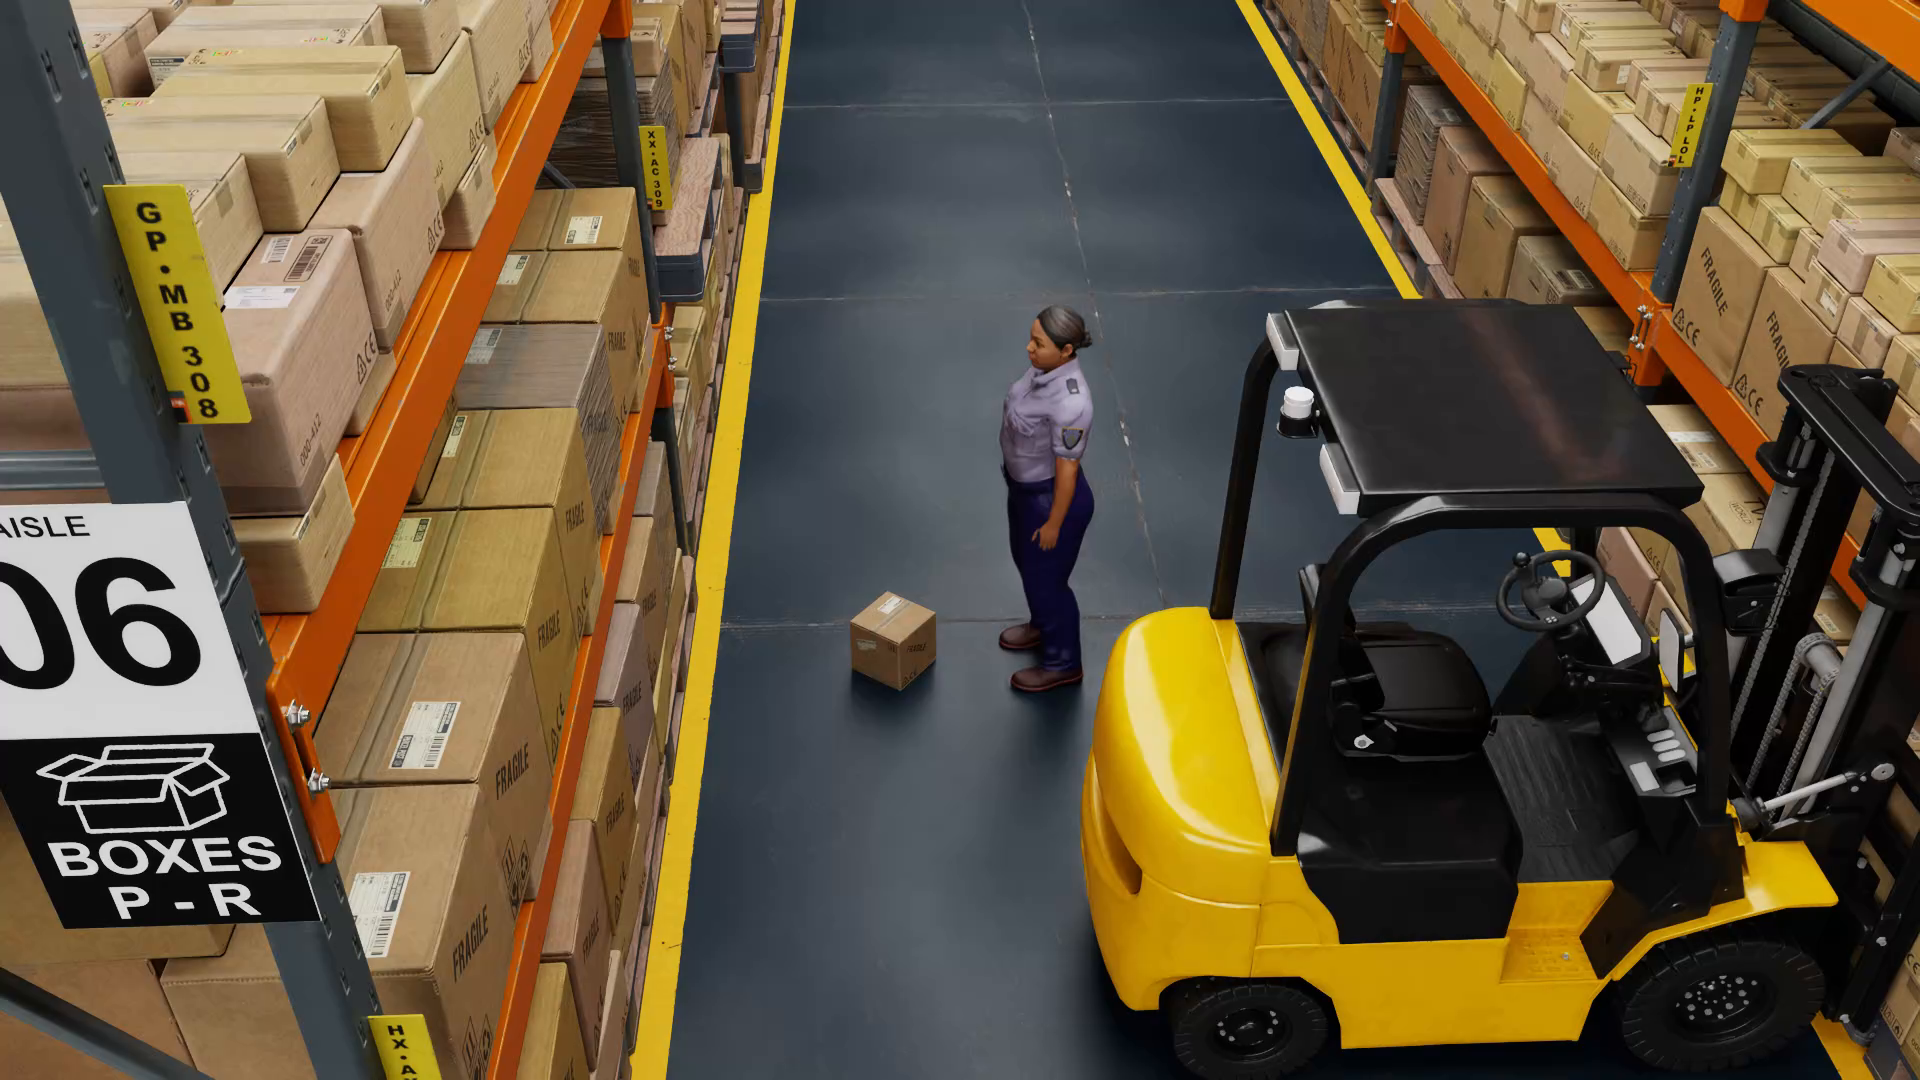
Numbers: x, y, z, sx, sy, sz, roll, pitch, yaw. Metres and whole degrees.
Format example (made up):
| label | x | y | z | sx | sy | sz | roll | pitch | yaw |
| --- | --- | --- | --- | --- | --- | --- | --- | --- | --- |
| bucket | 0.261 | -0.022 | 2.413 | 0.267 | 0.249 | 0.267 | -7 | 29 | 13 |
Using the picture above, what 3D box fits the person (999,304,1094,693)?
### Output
| label | x | y | z | sx | sy | sz | roll | pitch | yaw |
| --- | --- | --- | --- | --- | --- | --- | --- | --- | --- |
| person | 0.329 | -0.159 | 6.387 | 0.343 | 1.645 | 0.467 | -5 | 36 | -8 |
